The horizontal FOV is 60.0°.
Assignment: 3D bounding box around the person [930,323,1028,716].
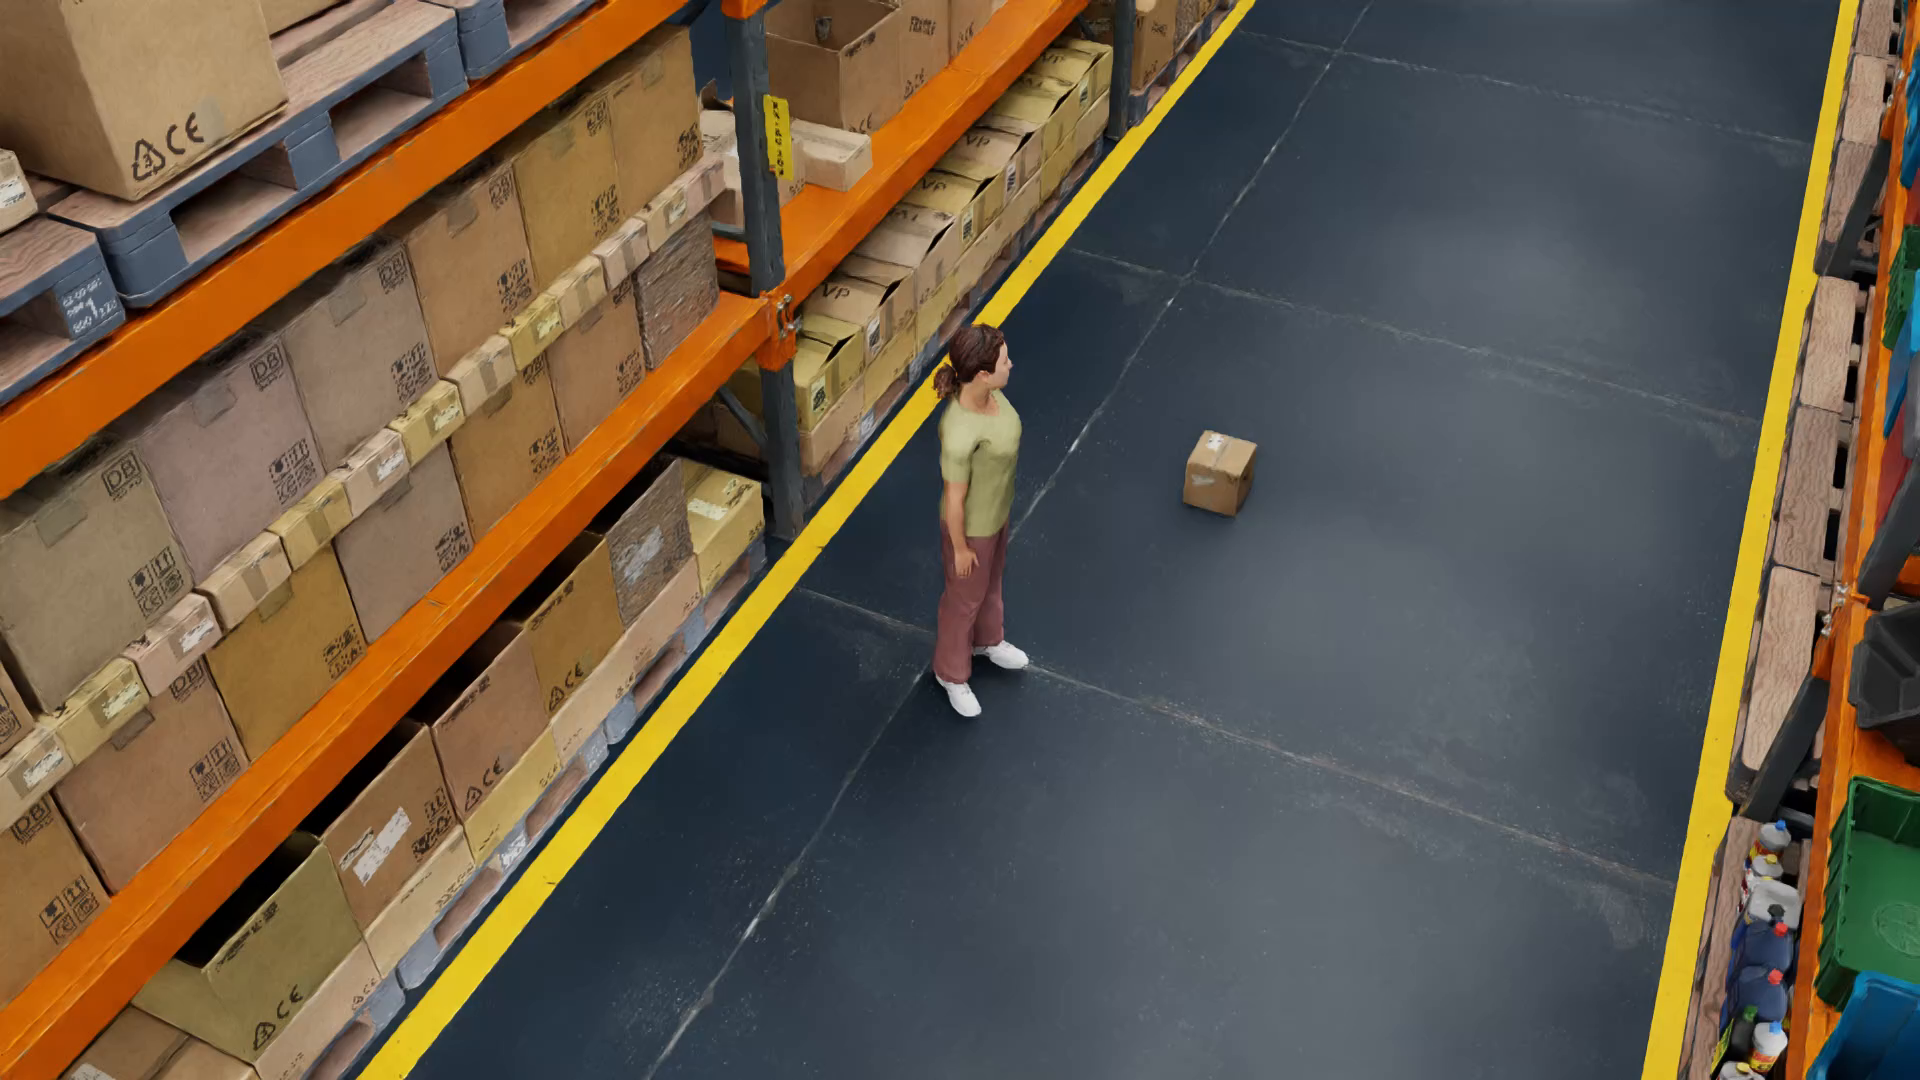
[{"bbox_3d":[0.077,-0.086,6.220,0.374,1.680,0.525,11,43,12],"label":"person"}]
